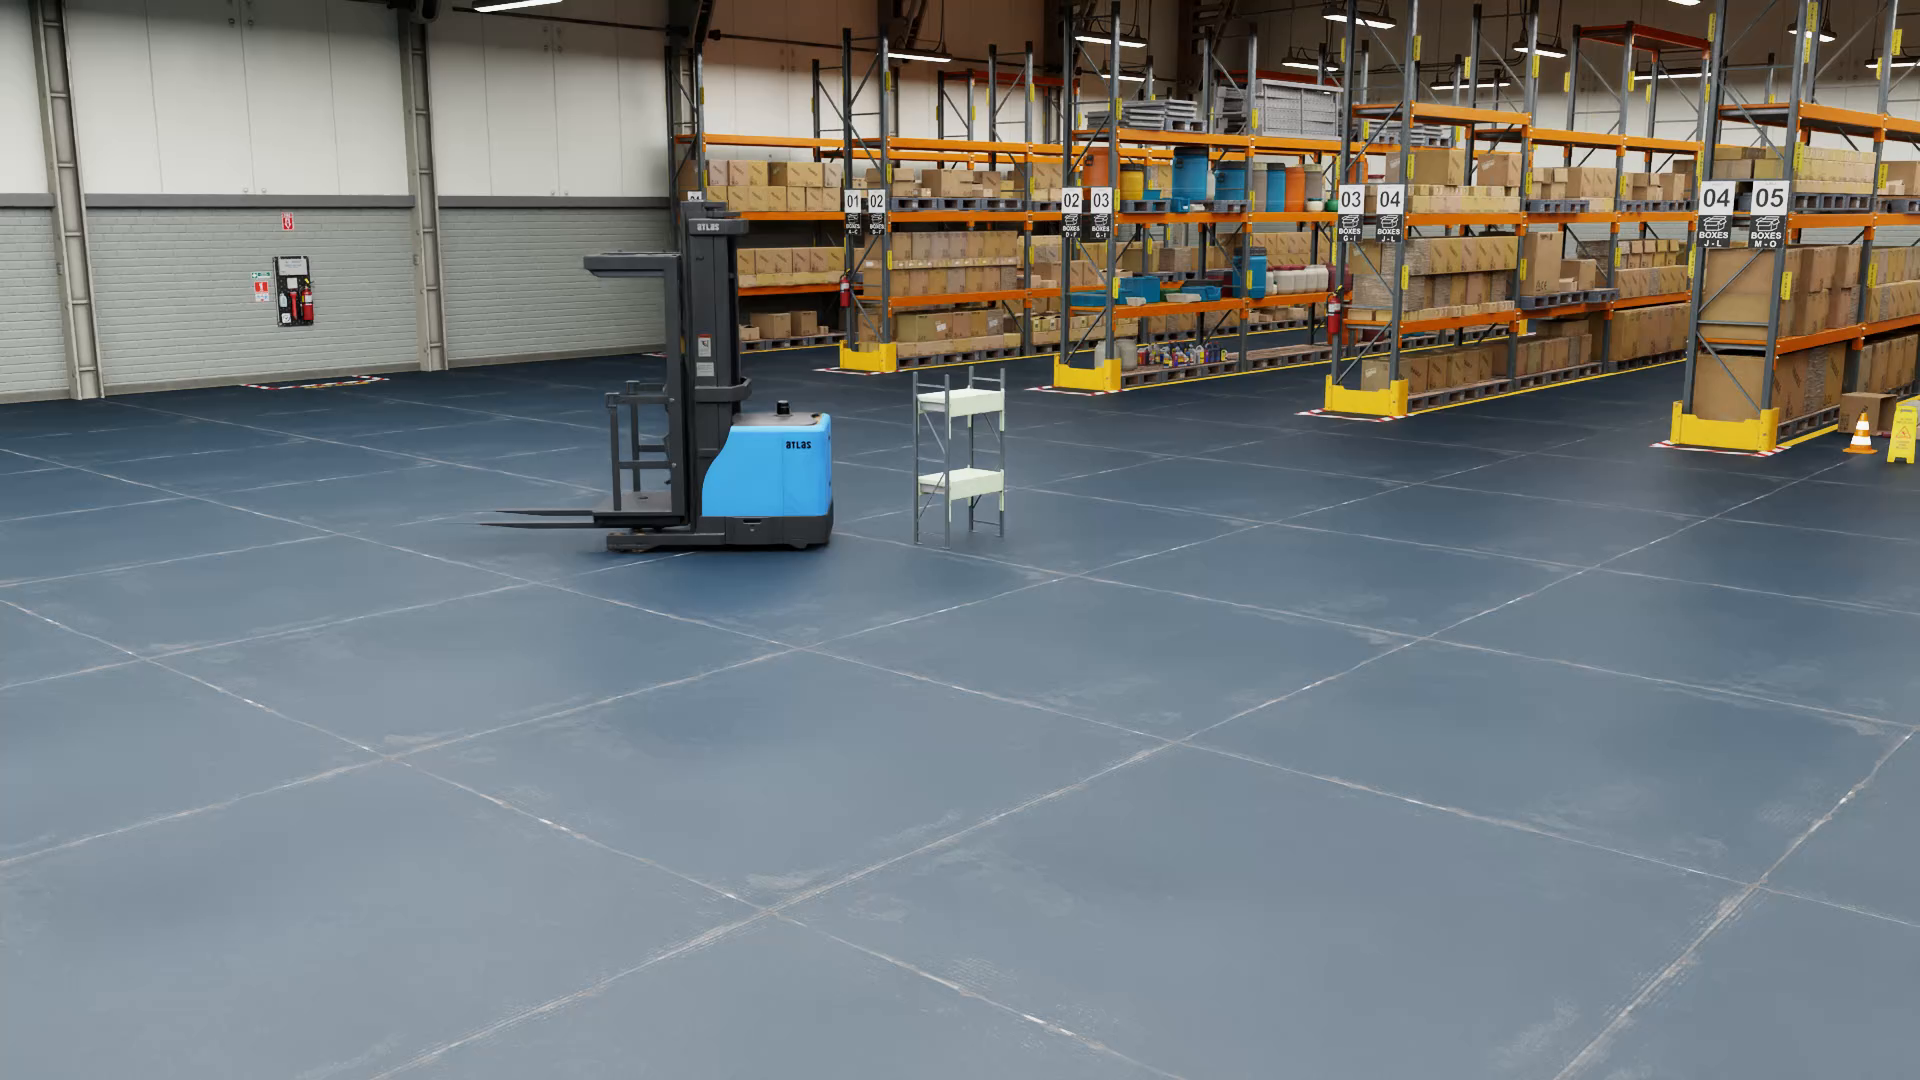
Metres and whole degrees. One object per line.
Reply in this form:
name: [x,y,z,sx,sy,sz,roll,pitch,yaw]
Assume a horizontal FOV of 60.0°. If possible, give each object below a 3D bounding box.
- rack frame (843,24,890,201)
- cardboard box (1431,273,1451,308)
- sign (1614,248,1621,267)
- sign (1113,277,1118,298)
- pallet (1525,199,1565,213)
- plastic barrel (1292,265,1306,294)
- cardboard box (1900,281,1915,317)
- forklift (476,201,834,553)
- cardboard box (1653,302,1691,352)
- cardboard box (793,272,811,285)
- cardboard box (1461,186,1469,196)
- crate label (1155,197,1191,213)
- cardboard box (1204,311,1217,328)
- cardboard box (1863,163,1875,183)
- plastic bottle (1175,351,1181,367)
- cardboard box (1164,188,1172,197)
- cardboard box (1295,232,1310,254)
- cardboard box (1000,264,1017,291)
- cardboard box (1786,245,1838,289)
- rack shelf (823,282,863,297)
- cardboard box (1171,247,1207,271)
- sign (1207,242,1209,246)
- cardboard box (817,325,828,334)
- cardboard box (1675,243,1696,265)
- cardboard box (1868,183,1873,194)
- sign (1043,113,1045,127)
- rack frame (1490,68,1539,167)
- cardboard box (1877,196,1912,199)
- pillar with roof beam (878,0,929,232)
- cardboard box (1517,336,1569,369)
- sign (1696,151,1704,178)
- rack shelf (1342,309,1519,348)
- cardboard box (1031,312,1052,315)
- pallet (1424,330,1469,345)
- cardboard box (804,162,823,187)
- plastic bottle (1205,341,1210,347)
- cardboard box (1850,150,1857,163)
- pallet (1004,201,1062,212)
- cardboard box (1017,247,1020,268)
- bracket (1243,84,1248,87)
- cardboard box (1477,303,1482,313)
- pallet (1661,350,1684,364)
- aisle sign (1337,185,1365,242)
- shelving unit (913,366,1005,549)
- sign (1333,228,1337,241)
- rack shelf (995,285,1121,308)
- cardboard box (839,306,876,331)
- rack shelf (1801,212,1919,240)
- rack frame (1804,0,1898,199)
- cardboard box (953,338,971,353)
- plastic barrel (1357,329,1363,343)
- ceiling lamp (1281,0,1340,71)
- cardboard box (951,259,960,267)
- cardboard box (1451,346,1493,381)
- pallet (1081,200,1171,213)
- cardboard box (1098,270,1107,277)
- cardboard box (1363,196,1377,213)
rack frame: [-1.661,-7.522,29.397,1.000,3.000,0.127,10,15,40]
cardboard box: [6.764,-3.728,24.704,0.875,0.500,0.500,10,15,40]
sign: [11.473,-4.936,29.012,0.100,0.325,0.005,10,15,40]
sign: [2.468,-4.003,26.389,0.100,0.325,0.005,10,15,40]
pallet: [8.906,-5.343,26.626,1.213,0.211,1.003,10,15,40]
plastic barrel: [6.264,-4.878,31.130,0.433,0.535,0.433,0,11,0]
cardboard box: [13.962,-3.621,24.927,0.500,0.500,0.500,9,15,39]
forklift: [-2.655,-1.433,14.401,3.031,2.935,1.130,0,11,-1]
cardboard box: [13.292,-4.132,32.091,1.225,0.875,0.875,10,15,41]
cardboard box: [-3.485,-5.488,34.860,0.500,0.250,0.500,10,15,40]
cardboard box: [7.311,-5.172,24.655,0.380,0.149,0.250,9,14,38]
crate label: [3.541,-5.570,27.661,0.502,0.251,0.408,10,15,40]
cardboard box: [5.486,-5.081,37.749,0.500,0.500,0.500,10,15,41]
cardboard box: [11.945,-4.924,22.342,0.500,0.250,0.500,10,15,40]
plastic bottle: [3.715,-3.094,28.385,0.097,0.271,0.097,0,11,0]
cardboard box: [4.219,-7.421,36.292,0.910,0.500,0.500,10,15,40]
cardboard box: [8.142,-7.221,40.399,0.500,0.500,0.500,10,15,42]
cardboard box: [0.691,-5.152,32.590,0.700,0.500,0.500,9,15,39]
cardboard box: [11.073,-3.627,22.071,0.875,0.550,0.550,10,15,40]
rack shelf: [-1.424,-5.750,37.678,1.077,0.370,4.000,10,15,40]
cardboard box: [5.141,-6.333,37.431,0.700,0.500,0.500,6,13,26]
sign: [5.848,-6.839,39.084,0.100,0.325,0.005,10,15,40]
cardboard box: [-3.075,-4.552,35.955,0.380,0.166,0.250,7,14,33]
cardboard box: [14.207,-5.542,32.508,0.500,0.500,0.500,10,15,40]
cardboard box: [12.077,-4.739,22.435,0.380,0.149,0.250,10,15,40]
sign: [2.136,-10.539,41.710,0.100,0.325,0.005,10,15,40]
rack frame: [12.619,-9.235,37.973,1.000,3.000,0.127,10,15,40]
cardboard box: [14.904,-5.456,26.458,0.500,0.500,0.500,10,15,40]
pillar with roof beam: [1.622,-8.703,35.309,9.100,9.000,0.548,10,15,40]
cardboard box: [9.906,-3.197,28.318,0.500,0.500,0.700,-11,15,-43]
sign: [9.039,-4.581,20.272,0.100,0.325,0.005,10,15,40]
rack shelf: [7.098,-3.240,25.113,1.077,0.370,4.000,10,15,40]
cardboard box: [1.701,-4.548,34.341,0.500,0.311,0.500,10,15,40]
pallet: [10.435,-4.450,36.454,1.003,0.211,1.213,10,15,40]
cardboard box: [-3.227,-7.637,34.774,0.500,0.500,0.500,11,16,43]
plastic bottle: [4.381,-3.331,29.370,0.144,0.351,0.185,10,15,40]
cardboard box: [11.407,-4.981,21.609,0.380,0.149,0.250,10,15,41]
pallet: [1.552,-6.677,33.314,0.805,0.209,1.217,9,14,38]
cardboard box: [1.090,-6.789,39.977,0.500,0.500,0.500,10,15,40]
bracket: [8.415,-13.154,48.404,0.235,0.232,0.430,10,15,40]
cardboard box: [7.770,-3.559,25.513,0.380,0.149,0.250,10,15,40]
pallet: [13.247,-3.574,32.064,1.003,0.211,1.213,10,15,40]
aisle sign: [5.512,-4.603,23.463,0.394,0.787,0.004,10,15,40]
shelving unit: [-0.004,-0.734,14.559,0.431,1.500,0.755,10,15,40]
sign: [9.304,-7.582,41.252,0.100,0.325,0.005,10,15,40]
rack shelf: [2.300,-5.110,34.474,1.077,0.370,4.000,10,15,40]
cardboard box: [-2.271,-4.909,36.889,0.700,0.500,0.500,10,15,42]
rack shelf: [13.398,-4.644,24.480,1.077,0.370,4.000,10,15,40]
rack frame: [12.077,-6.173,22.643,1.000,3.000,0.127,10,15,40]
cardboard box: [-0.148,-3.708,31.567,0.500,0.250,0.500,10,15,40]
plastic barrel: [7.954,-4.271,33.716,0.421,0.512,0.421,0,11,0]
ceiling lamp: [7.737,-11.677,35.298,0.800,3.185,2.000,10,15,40]
cardboard box: [-0.225,-5.203,31.192,0.380,0.149,0.250,10,15,41]
cardboard box: [8.124,-2.814,26.450,0.500,0.500,0.500,9,15,39]
pallet: [2.677,-5.427,27.046,1.003,0.211,1.213,10,15,40]
cardboard box: [2.884,-5.607,35.352,0.500,0.311,0.500,10,15,40]
cardboard box: [5.905,-4.800,23.809,0.500,0.250,0.500,10,15,42]
